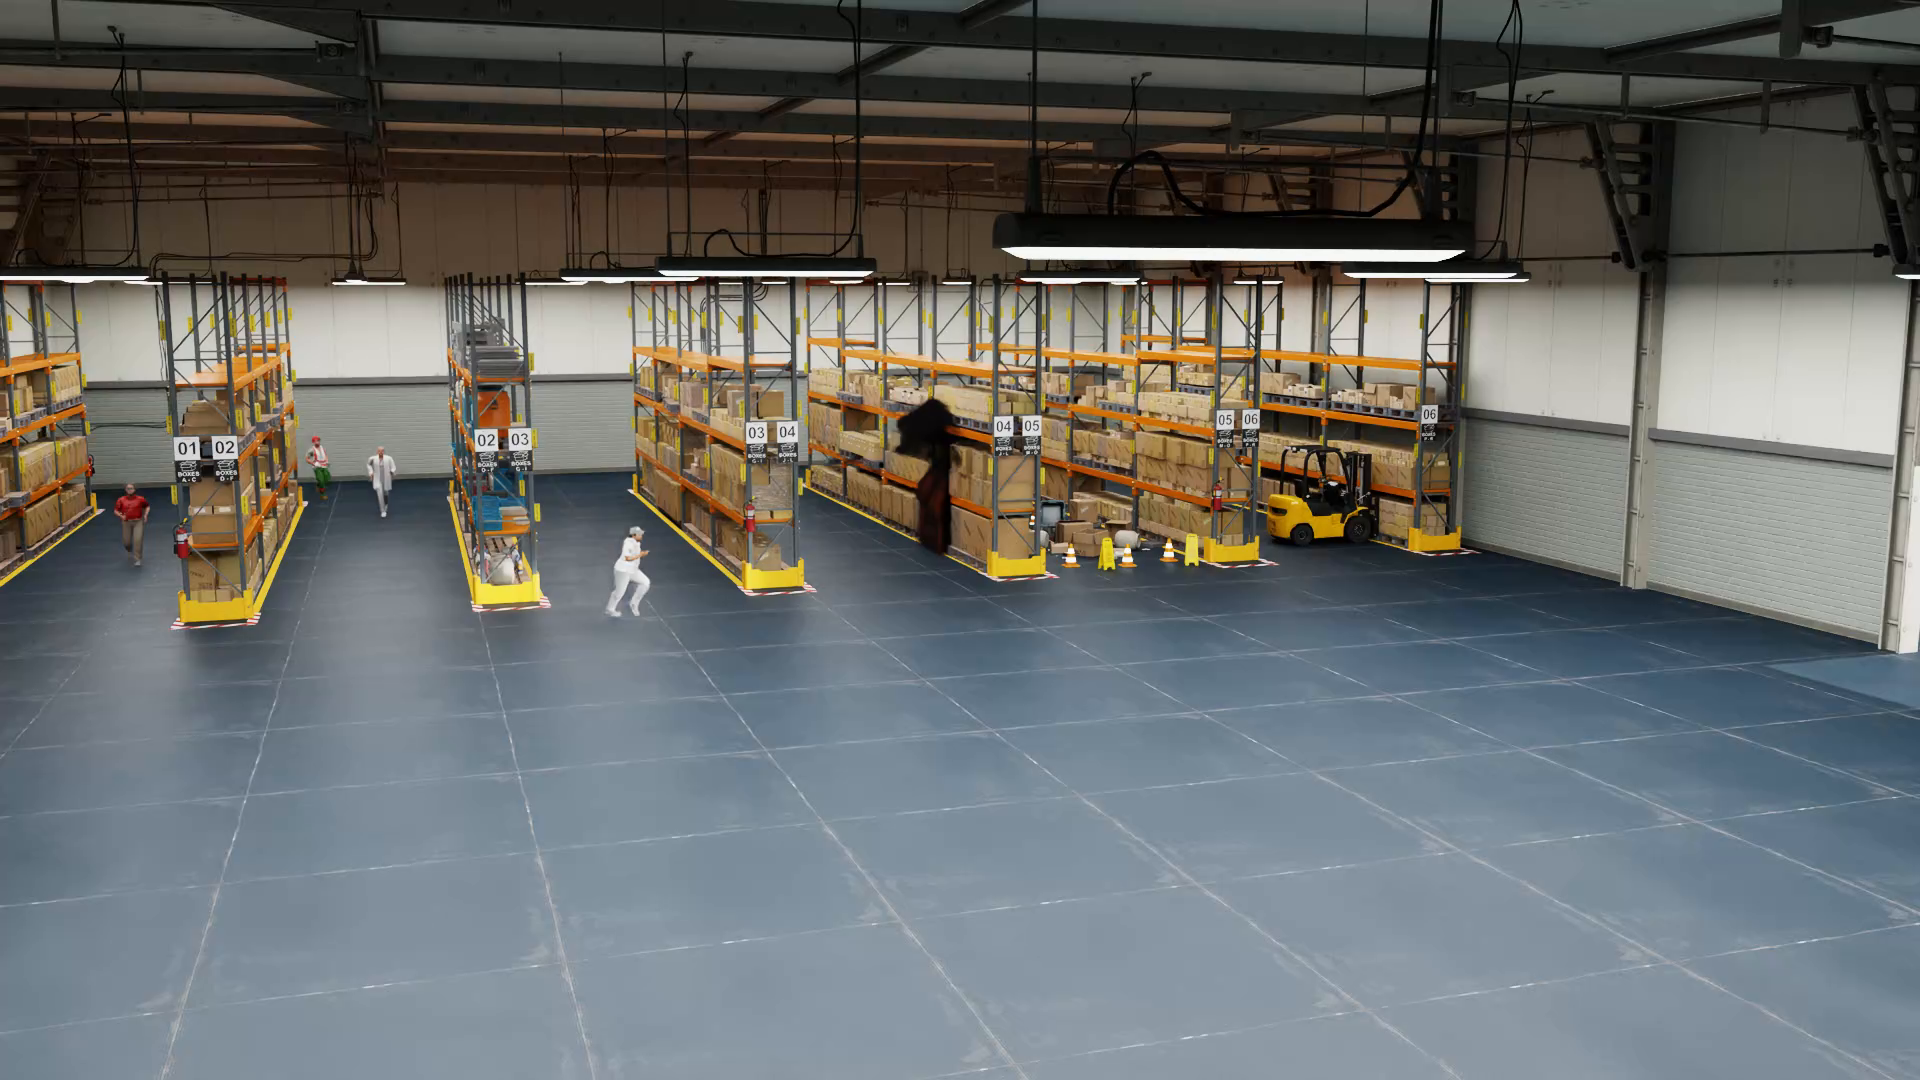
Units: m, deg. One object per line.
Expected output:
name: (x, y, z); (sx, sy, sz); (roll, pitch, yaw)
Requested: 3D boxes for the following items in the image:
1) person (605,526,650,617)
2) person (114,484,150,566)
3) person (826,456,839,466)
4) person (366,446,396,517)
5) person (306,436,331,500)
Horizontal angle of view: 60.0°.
person: (-5.797, 0.555, 28.996); (0.868, 1.608, 0.585); (2, 9, 14)
person: (-17.229, -0.328, 34.655); (0.674, 1.682, 0.782); (-4, 10, -25)
person: (-3.764, -2.624, 49.777); (0.528, 1.731, 0.768); (1, 9, 9)
person: (-14.690, -1.508, 42.249); (0.687, 1.775, 1.005); (-4, 9, -23)
person: (-17.529, -1.970, 45.407); (0.583, 1.727, 0.665); (7, 11, 40)
